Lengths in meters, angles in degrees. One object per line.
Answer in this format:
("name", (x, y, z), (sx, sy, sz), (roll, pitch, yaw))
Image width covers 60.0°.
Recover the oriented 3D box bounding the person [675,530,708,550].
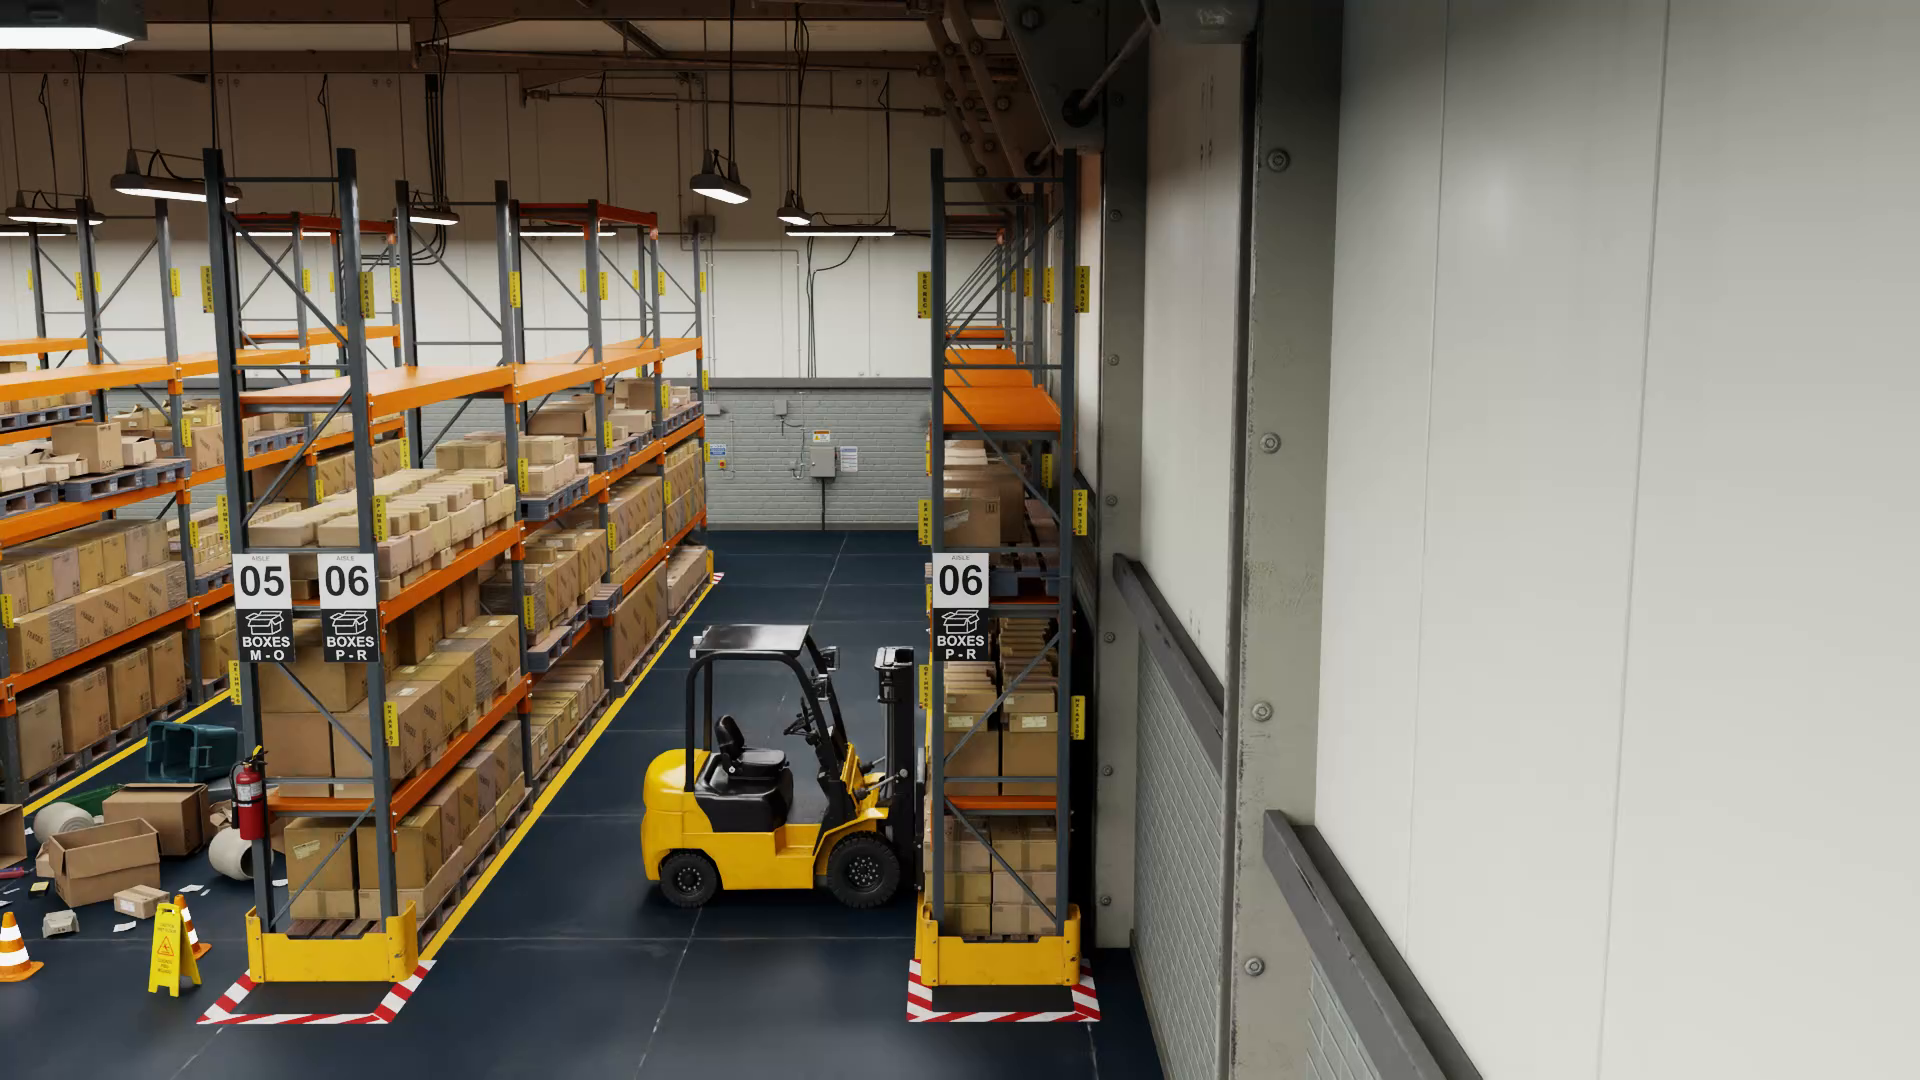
("person", (-4.927, -0.353, 29.268), (0.805, 1.723, 0.771), (4, 10, 25))
